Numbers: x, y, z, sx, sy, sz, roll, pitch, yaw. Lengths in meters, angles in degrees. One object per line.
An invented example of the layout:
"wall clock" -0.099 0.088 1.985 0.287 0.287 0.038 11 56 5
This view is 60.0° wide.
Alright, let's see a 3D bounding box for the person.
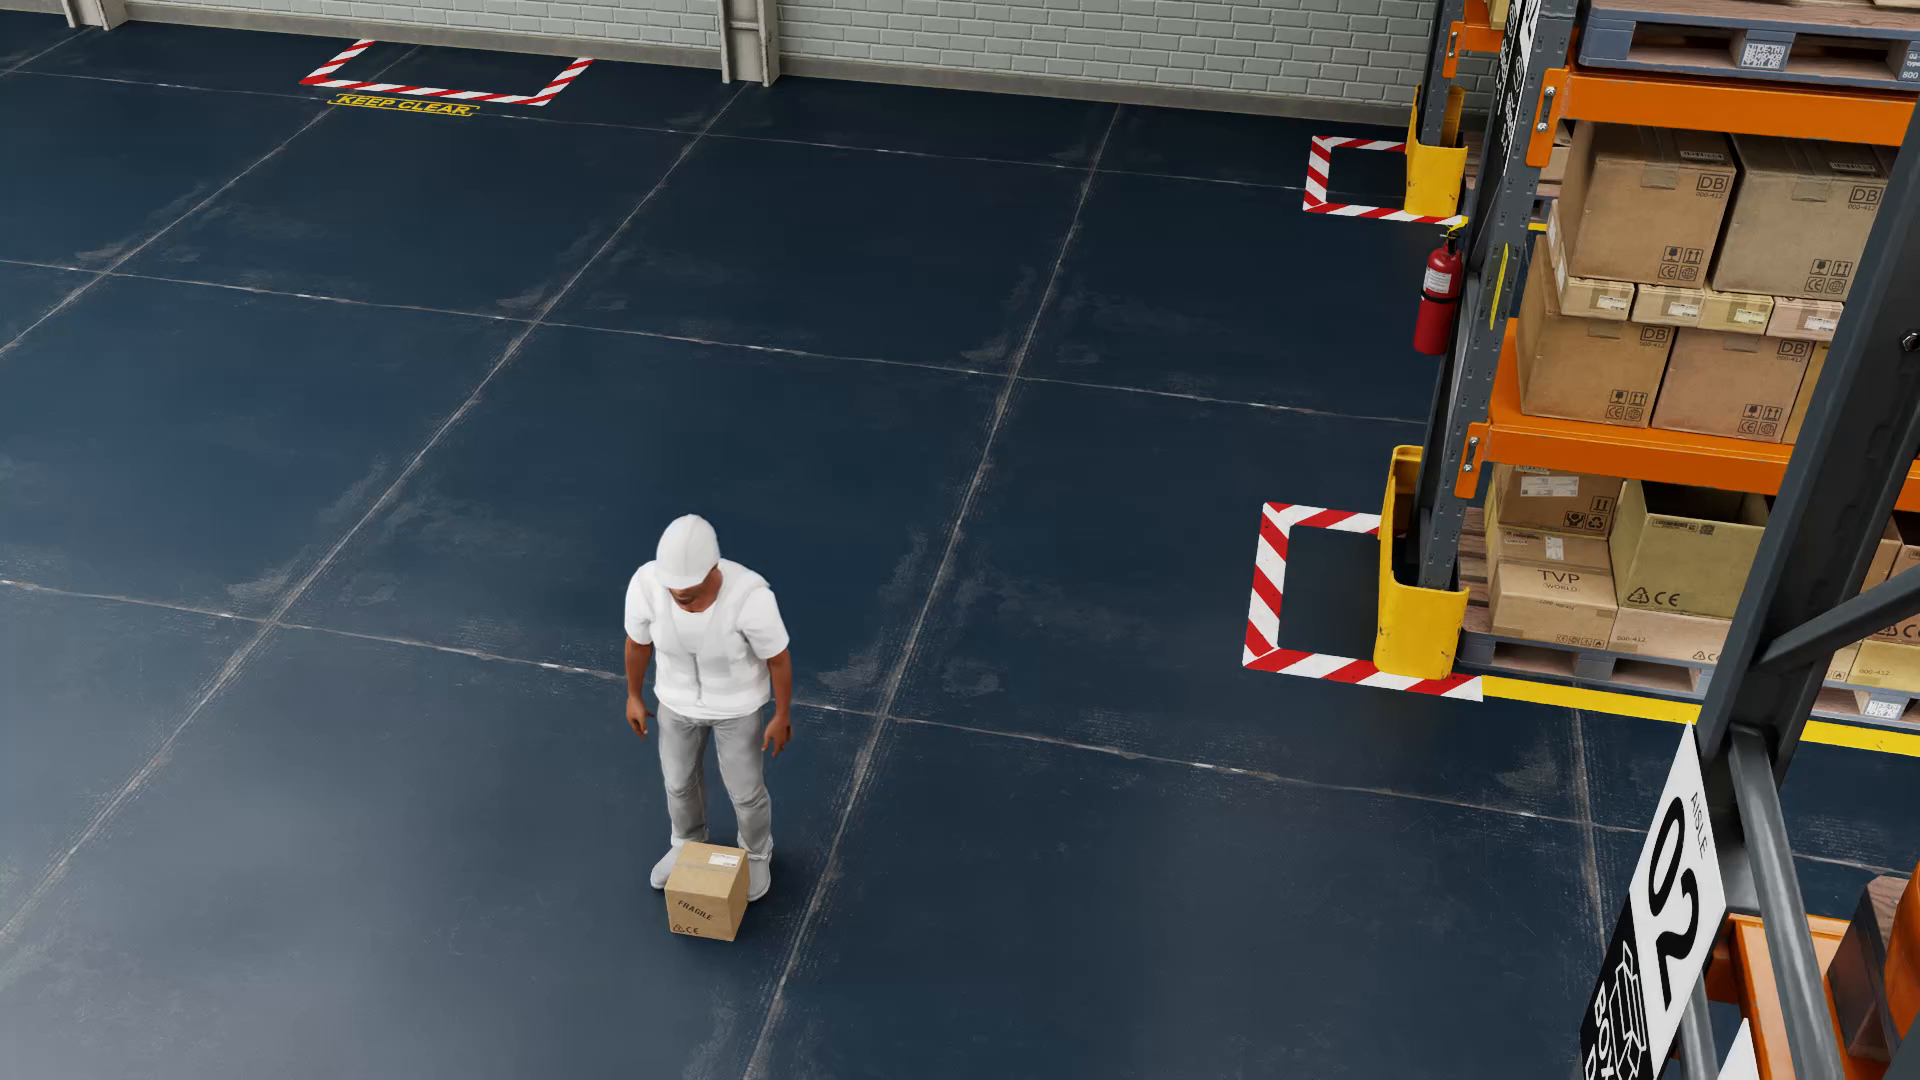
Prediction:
"person" -0.927 0.611 6.120 0.633 1.760 0.463 7 37 9
